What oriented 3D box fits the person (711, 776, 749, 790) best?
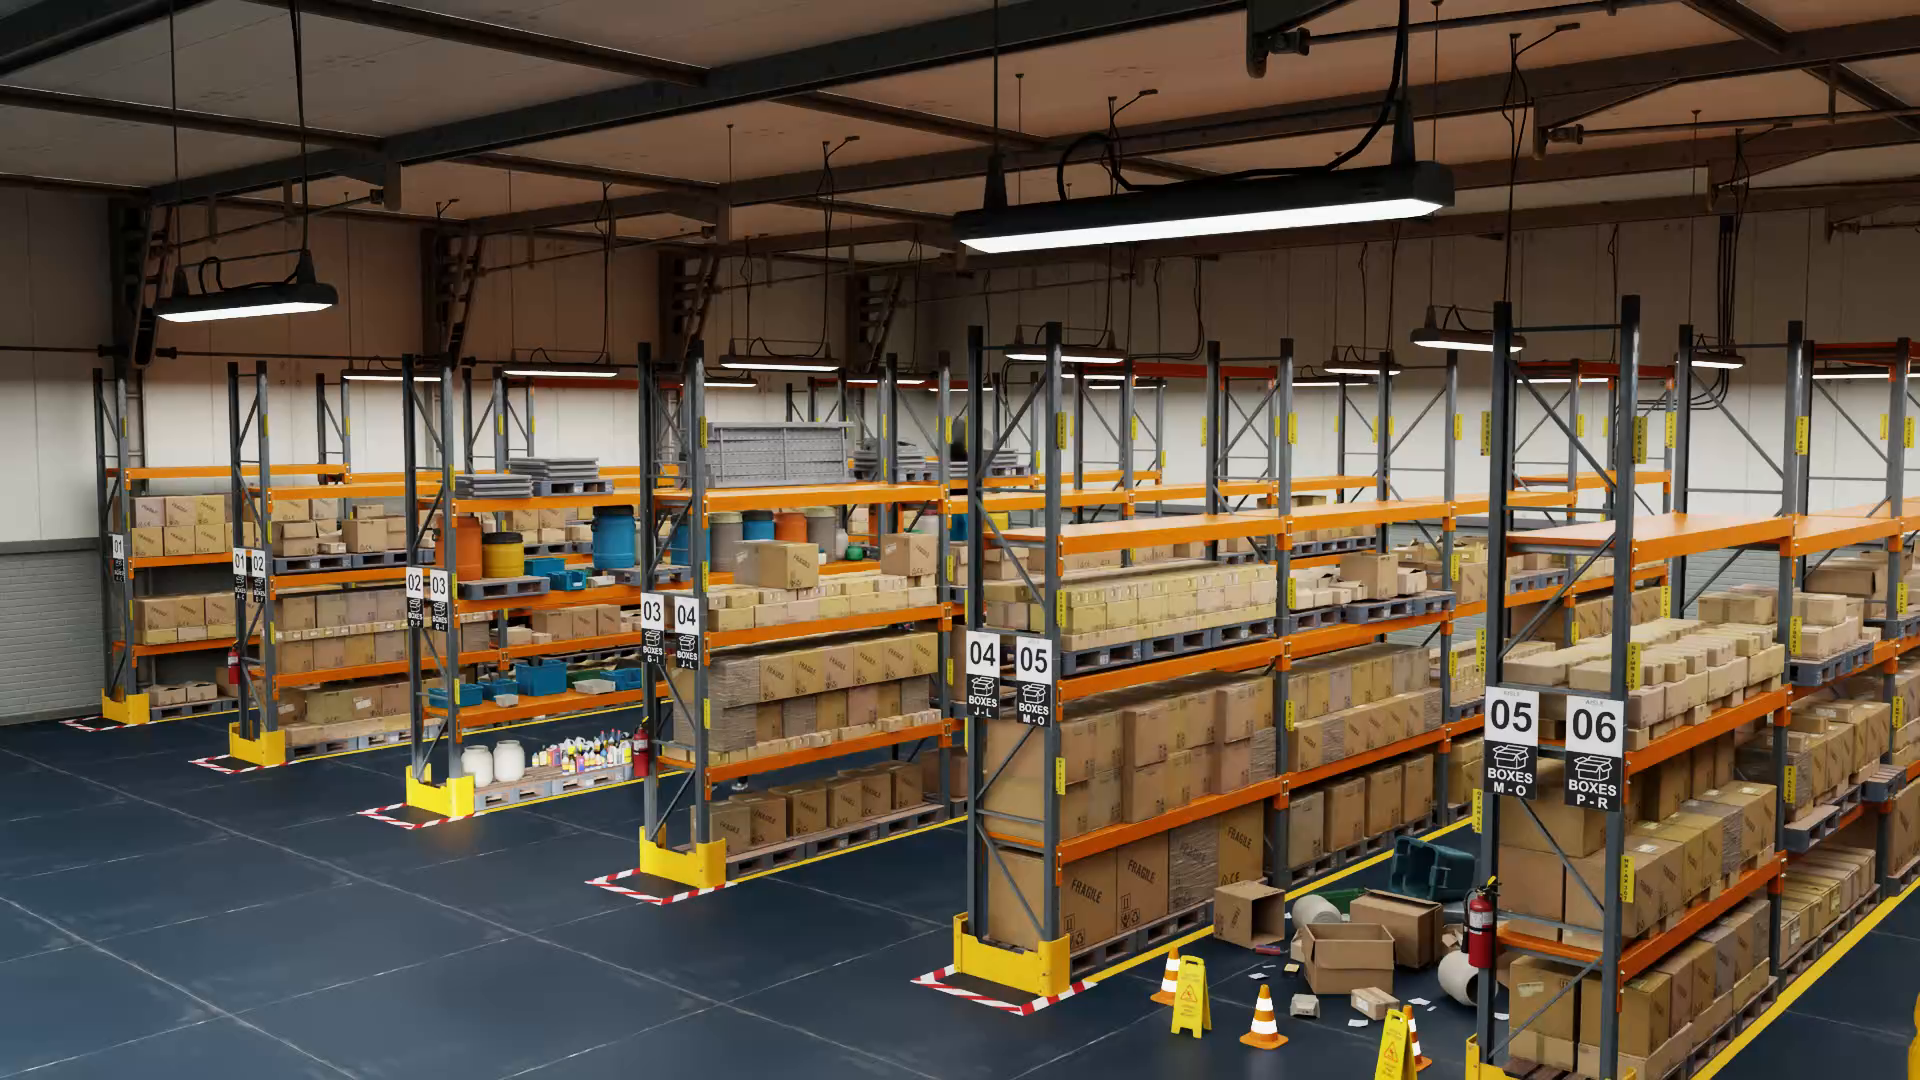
[{"bbox_3d":[-3.158,2.703,22.606,0.747,1.557,0.610,-4,6,-42],"label":"person"}]
